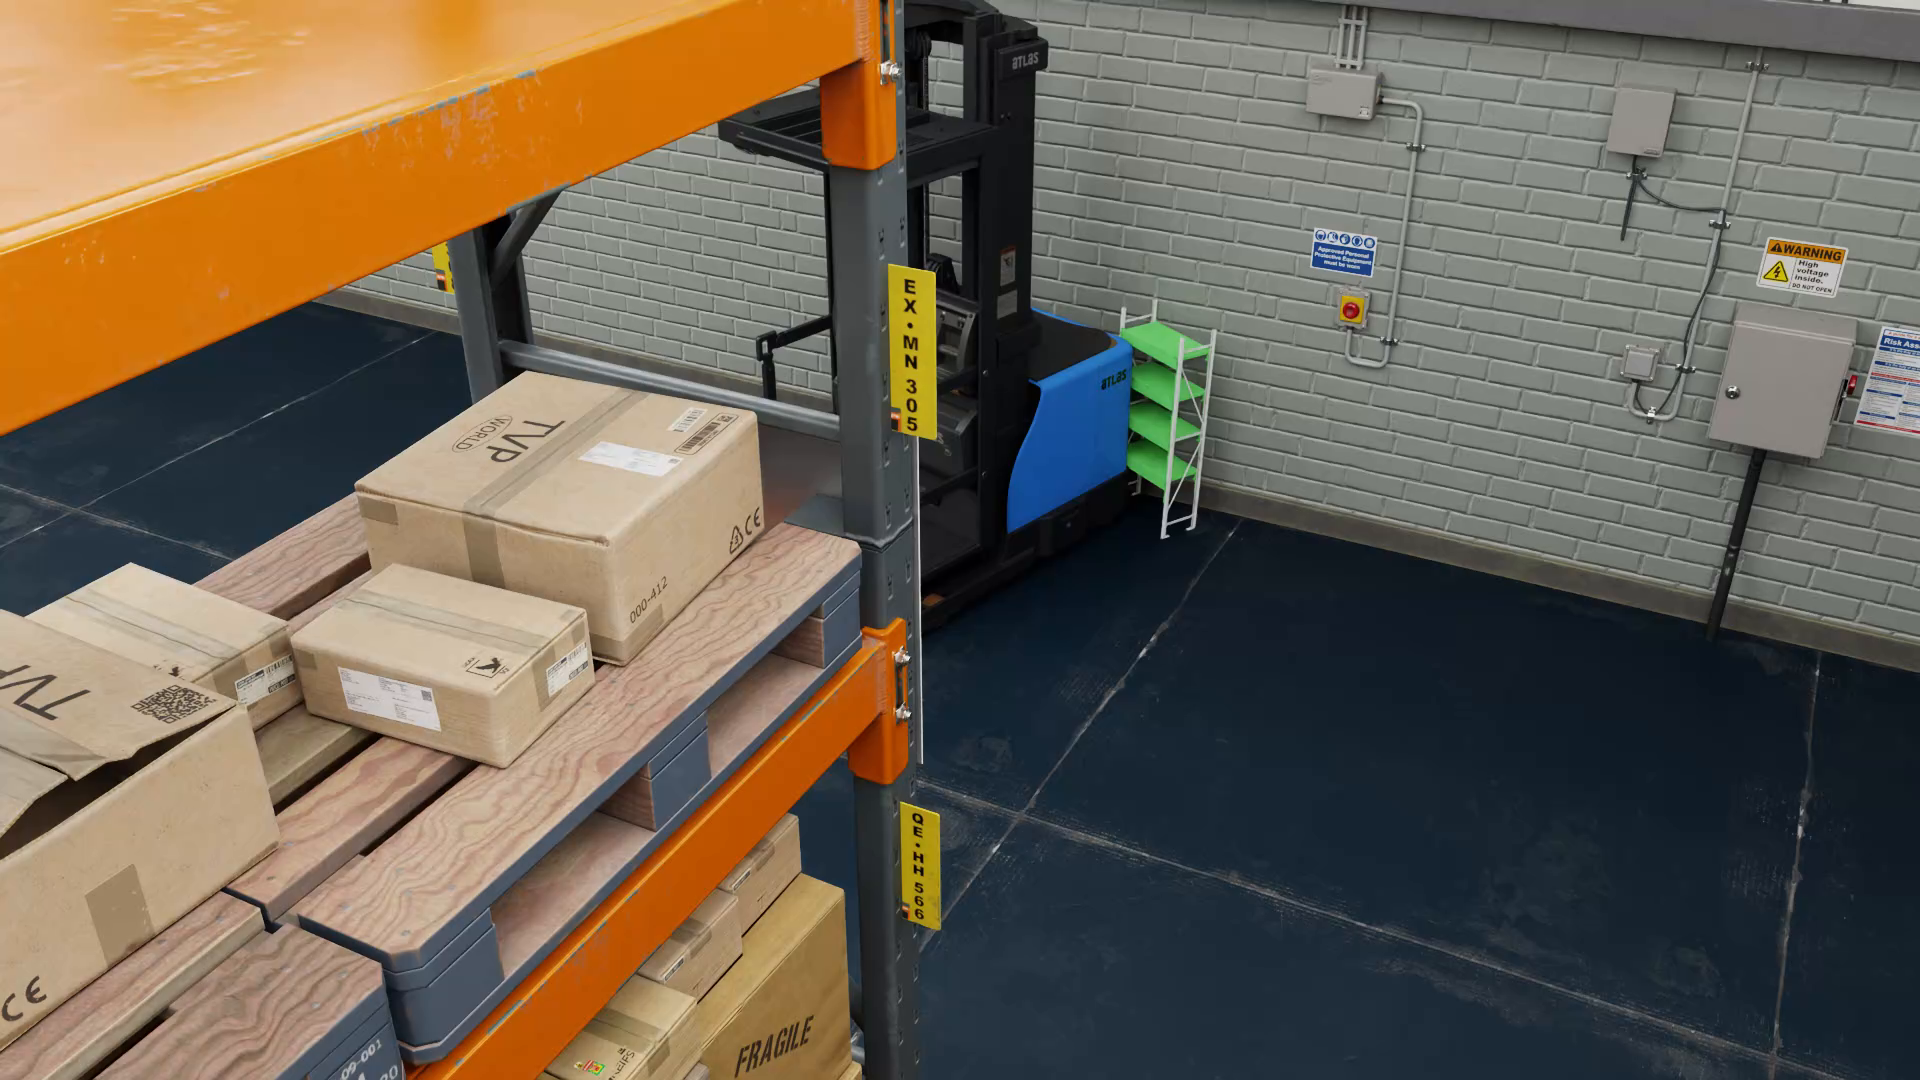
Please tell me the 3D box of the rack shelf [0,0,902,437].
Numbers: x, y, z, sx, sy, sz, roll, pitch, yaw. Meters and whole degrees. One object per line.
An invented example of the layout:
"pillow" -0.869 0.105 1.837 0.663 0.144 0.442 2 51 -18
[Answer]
"rack shelf" -1.476 -0.045 1.416 1.077 0.370 4.000 14 33 23

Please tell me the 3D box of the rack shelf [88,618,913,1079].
"rack shelf" -1.476 1.082 2.063 1.077 0.370 4.000 14 33 23

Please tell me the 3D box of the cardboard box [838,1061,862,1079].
"cardboard box" -0.549 1.415 3.673 0.500 0.500 0.500 14 33 24

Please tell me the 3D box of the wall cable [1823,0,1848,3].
"wall cable" 4.907 -3.198 5.746 2.988 3.039 0.133 14 33 23

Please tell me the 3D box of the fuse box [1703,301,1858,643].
"fuse box" 3.787 -0.221 7.916 0.539 1.711 0.414 14 33 23

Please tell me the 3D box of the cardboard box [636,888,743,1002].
"cardboard box" -0.644 0.749 3.178 0.380 0.149 0.250 15 33 24

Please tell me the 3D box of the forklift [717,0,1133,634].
"forklift" -0.429 -1.046 8.128 1.130 2.935 3.031 25 38 37

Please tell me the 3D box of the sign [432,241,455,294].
"sign" -1.056 -0.658 3.415 0.100 0.325 0.005 14 33 23

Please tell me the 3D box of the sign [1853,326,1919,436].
"sign" 4.321 -0.718 7.583 0.329 0.494 0.001 14 33 23

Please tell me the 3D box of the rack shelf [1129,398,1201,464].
"rack shelf" 1.099 -0.608 9.223 0.258 0.148 0.480 -17 35 -29

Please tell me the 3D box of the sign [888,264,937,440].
"sign" -0.088 -0.337 3.002 0.100 0.325 0.005 14 33 23

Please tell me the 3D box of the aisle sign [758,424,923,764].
"aisle sign" -0.256 0.096 3.461 0.394 0.787 0.004 14 33 23

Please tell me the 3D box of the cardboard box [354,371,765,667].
"cardboard box" -0.690 -0.057 2.953 0.500 0.250 0.500 11 32 19

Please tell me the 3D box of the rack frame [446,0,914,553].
"rack frame" -0.565 -1.417 2.681 1.000 3.000 0.127 14 33 23

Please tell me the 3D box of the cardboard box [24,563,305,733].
"cardboard box" -1.265 0.197 2.612 0.380 0.149 0.250 16 33 25

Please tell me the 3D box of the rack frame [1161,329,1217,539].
"rack frame" 1.236 -0.559 9.016 0.240 1.200 0.015 -17 35 -29

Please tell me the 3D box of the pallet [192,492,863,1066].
"pallet" -0.894 0.253 2.874 1.003 0.211 1.213 14 33 23

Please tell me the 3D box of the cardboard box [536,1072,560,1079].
"cardboard box" -0.838 0.985 2.768 0.380 0.149 0.250 15 33 24

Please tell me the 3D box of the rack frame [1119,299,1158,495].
"rack frame" 0.965 -0.767 9.365 0.240 1.200 0.015 -17 35 -29

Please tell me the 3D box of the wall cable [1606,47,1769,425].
"wall cable" 3.251 -1.445 7.733 0.588 1.984 0.122 14 33 23

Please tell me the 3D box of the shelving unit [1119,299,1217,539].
"shelving unit" 1.101 -0.663 9.191 0.258 1.200 0.503 -17 35 -29

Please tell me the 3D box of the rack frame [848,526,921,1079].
"rack frame" -0.565 1.184 4.175 1.000 3.000 0.127 14 33 23

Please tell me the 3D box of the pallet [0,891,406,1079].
"pallet" -1.448 0.796 1.928 1.003 0.211 1.213 14 33 23

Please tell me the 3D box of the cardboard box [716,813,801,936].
"cardboard box" -0.550 0.631 3.384 0.380 0.149 0.250 15 33 24

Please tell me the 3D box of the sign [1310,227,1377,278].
"sign" 1.968 -1.476 8.536 0.327 0.218 0.001 14 33 23

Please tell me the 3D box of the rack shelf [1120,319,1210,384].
"rack shelf" 1.111 -1.024 8.984 0.258 0.148 0.480 -17 35 -29

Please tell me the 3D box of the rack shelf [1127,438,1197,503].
"rack shelf" 1.093 -0.399 9.342 0.258 0.148 0.480 -17 35 -29

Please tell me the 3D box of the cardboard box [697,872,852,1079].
"cardboard box" -0.573 0.975 3.435 0.500 0.500 0.500 15 33 25

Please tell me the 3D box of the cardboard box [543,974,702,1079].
"cardboard box" -0.687 0.882 2.946 0.380 0.149 0.250 14 33 23

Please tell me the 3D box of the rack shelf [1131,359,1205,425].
"rack shelf" 1.105 -0.816 9.103 0.258 0.148 0.480 -17 35 -29

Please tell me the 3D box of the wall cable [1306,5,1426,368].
"wall cable" 1.983 -1.775 8.277 0.585 1.953 0.123 14 33 23

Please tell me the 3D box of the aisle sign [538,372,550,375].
"aisle sign" -0.790 -0.041 3.698 0.394 0.787 0.004 14 33 23

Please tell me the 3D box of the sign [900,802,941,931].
"sign" -0.088 0.709 3.603 0.100 0.325 0.005 14 33 23

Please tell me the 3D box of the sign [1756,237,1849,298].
"sign" 3.832 -1.242 7.571 0.339 0.242 0.001 14 33 23

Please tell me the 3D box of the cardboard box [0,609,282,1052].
"cardboard box" -1.291 0.349 2.185 0.500 0.311 0.500 15 33 24

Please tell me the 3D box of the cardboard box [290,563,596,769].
"cardboard box" -0.810 0.191 2.623 0.380 0.149 0.250 12 32 19

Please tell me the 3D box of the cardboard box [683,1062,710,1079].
"cardboard box" -0.785 1.214 3.020 0.500 0.500 0.500 14 33 23
